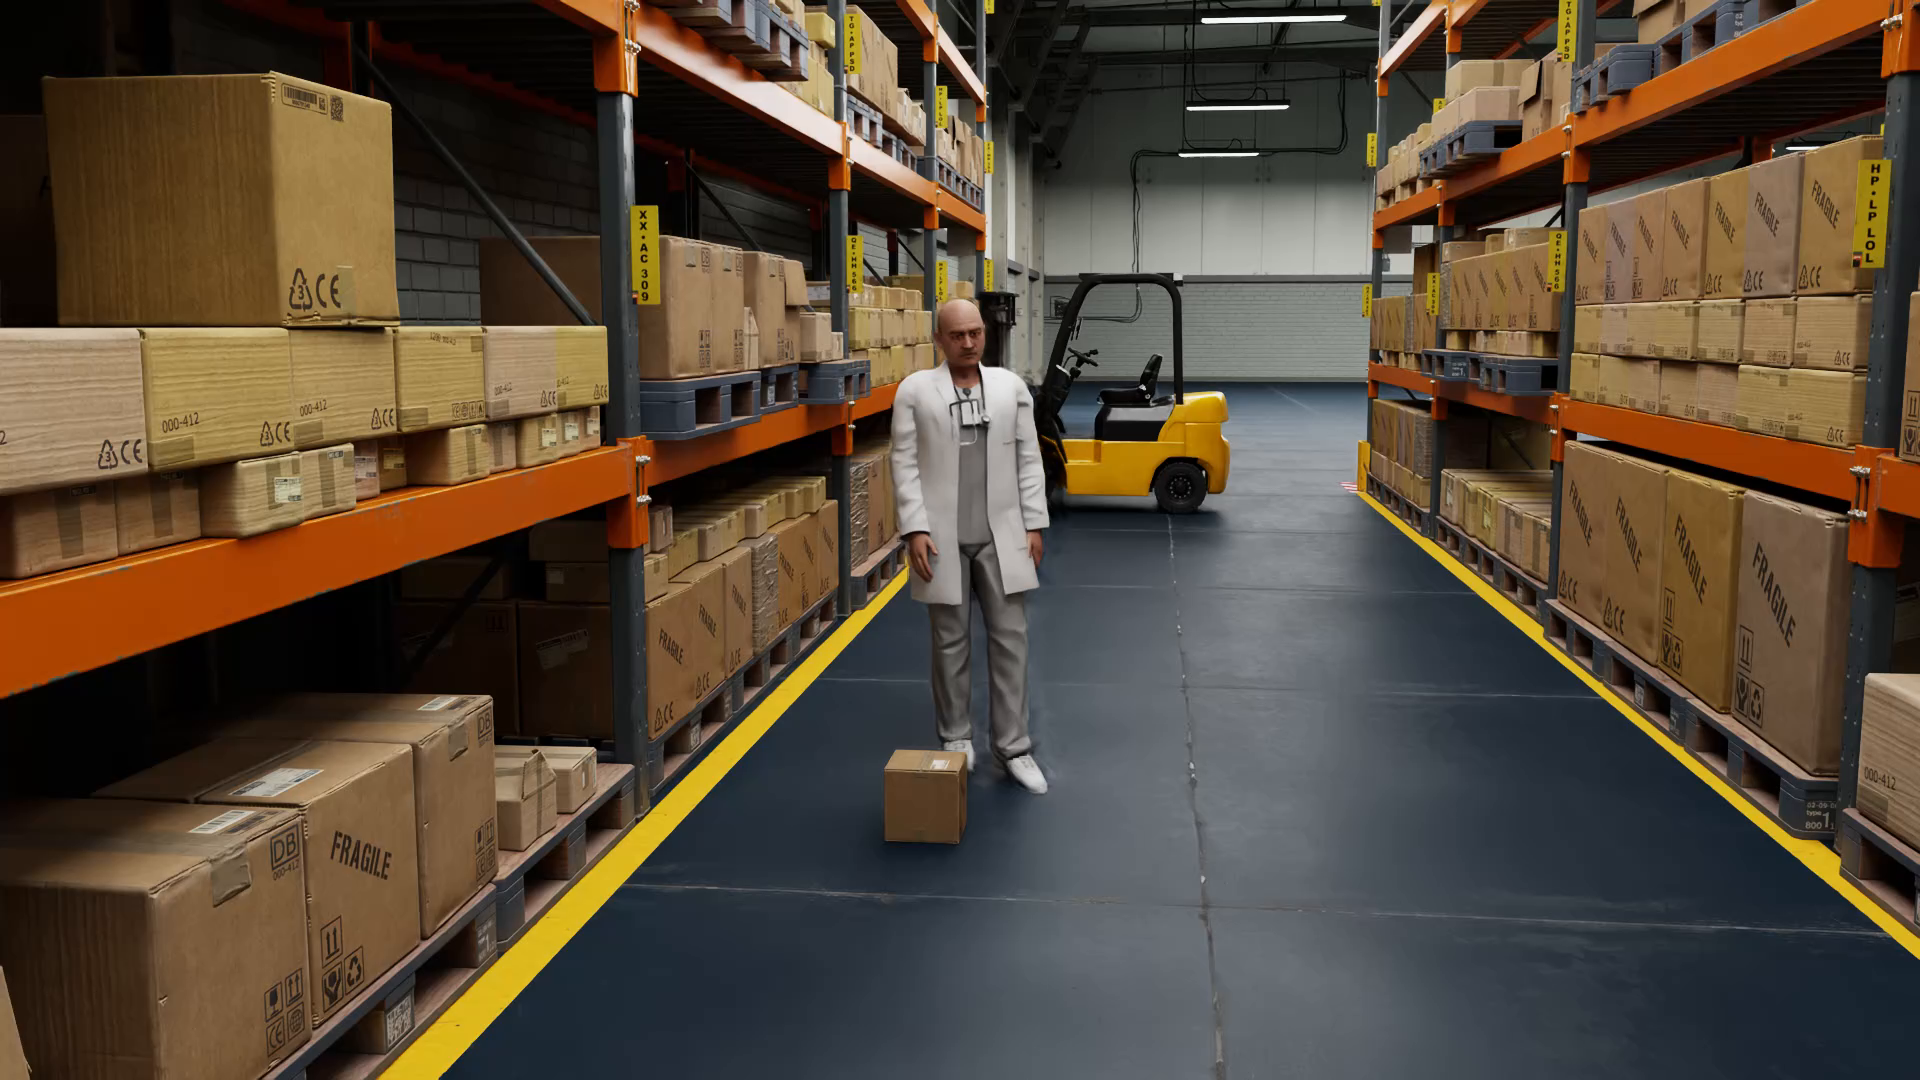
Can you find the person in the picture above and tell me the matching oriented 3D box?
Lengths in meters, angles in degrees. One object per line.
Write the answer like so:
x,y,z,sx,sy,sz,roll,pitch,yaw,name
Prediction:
0.050,0.016,6.209,0.614,1.812,0.548,-1,8,-9,person
